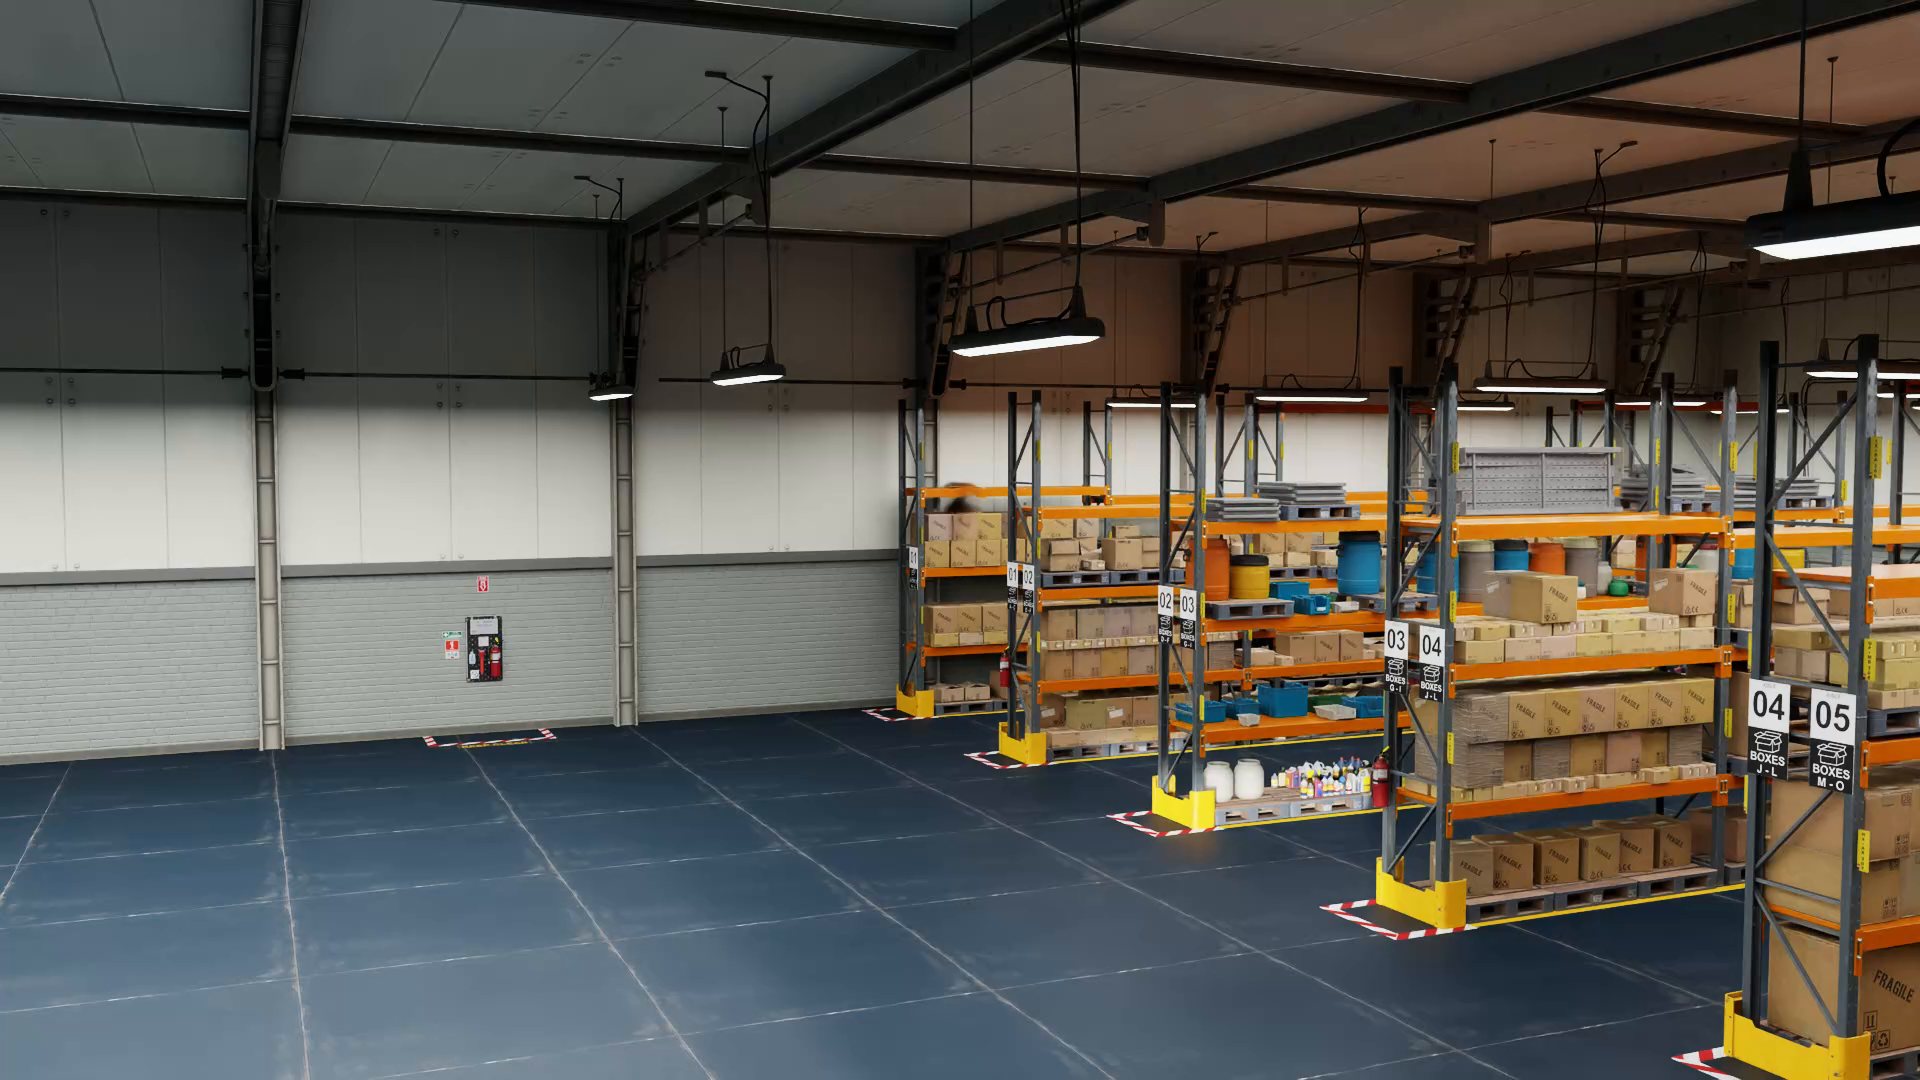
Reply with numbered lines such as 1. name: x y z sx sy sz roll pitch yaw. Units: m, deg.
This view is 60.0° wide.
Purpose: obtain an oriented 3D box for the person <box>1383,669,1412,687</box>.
1. person: 8.831 2.386 33.303 0.935 1.814 0.661 -2 4 -25
